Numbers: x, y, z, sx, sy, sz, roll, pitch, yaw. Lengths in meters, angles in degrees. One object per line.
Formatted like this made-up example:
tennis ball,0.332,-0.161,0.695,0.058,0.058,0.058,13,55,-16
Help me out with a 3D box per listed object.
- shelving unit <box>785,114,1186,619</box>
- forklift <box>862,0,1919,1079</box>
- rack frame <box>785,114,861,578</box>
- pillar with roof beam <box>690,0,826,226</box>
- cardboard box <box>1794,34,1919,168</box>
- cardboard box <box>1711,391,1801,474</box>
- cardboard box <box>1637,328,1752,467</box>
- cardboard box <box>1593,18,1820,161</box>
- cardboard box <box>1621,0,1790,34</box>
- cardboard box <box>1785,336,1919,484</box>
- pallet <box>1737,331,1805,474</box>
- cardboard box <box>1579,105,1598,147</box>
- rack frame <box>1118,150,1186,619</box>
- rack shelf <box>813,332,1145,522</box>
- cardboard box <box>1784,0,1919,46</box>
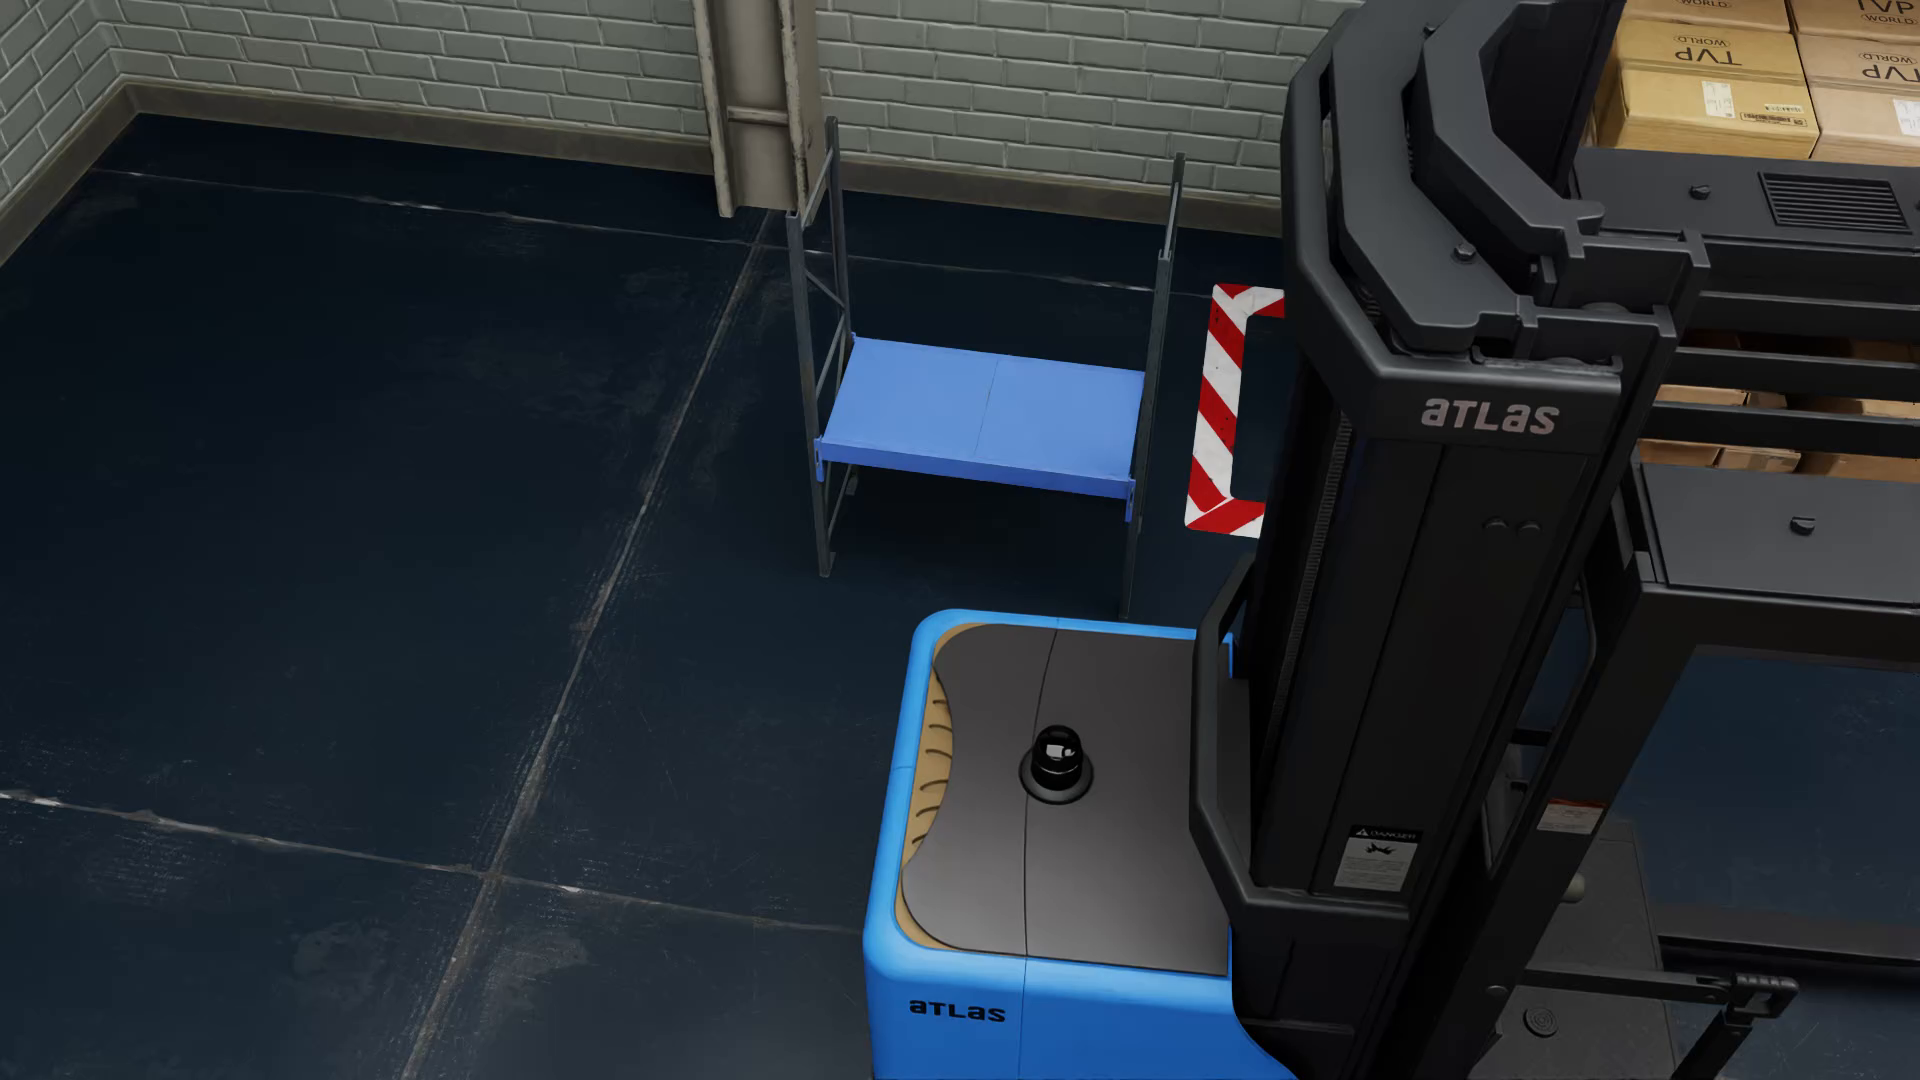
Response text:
shelving unit,0.084,-0.490,5.182,1.048,1.500,0.538,8,49,7
forklift,1.328,0.382,3.436,3.031,2.935,1.130,5,48,4
rack frame,-0.416,-0.557,5.242,0.032,1.500,0.500,8,49,7
pillar with roof beam,-1.555,-1.300,0.869,0.400,9.000,9.100,8,49,7
cardboard box,2.598,-1.156,4.673,0.500,0.250,0.500,8,49,7
cardboard box,2.700,-0.383,5.711,0.250,0.149,0.380,6,48,5
cardboard box,2.289,-0.586,5.656,0.637,0.503,0.797,6,48,5
cardboard box,2.102,-1.222,4.732,0.500,0.250,0.500,8,49,7
cardboard box,2.203,-1.613,5.083,0.500,0.250,0.500,9,49,8
cardboard box,3.123,-0.443,5.530,0.500,0.500,0.700,9,49,8
pallet,2.563,-0.383,5.953,1.213,0.211,1.003,8,49,7
cardboard box,1.978,-1.102,4.892,0.250,0.149,0.380,7,48,7
rack frame,0.584,-0.423,5.122,0.032,1.500,0.500,8,49,7
rack shelf,0.084,-0.370,5.316,1.000,0.185,0.538,8,49,7
cardboard box,2.711,-1.544,5.021,0.500,0.250,0.500,8,49,7
